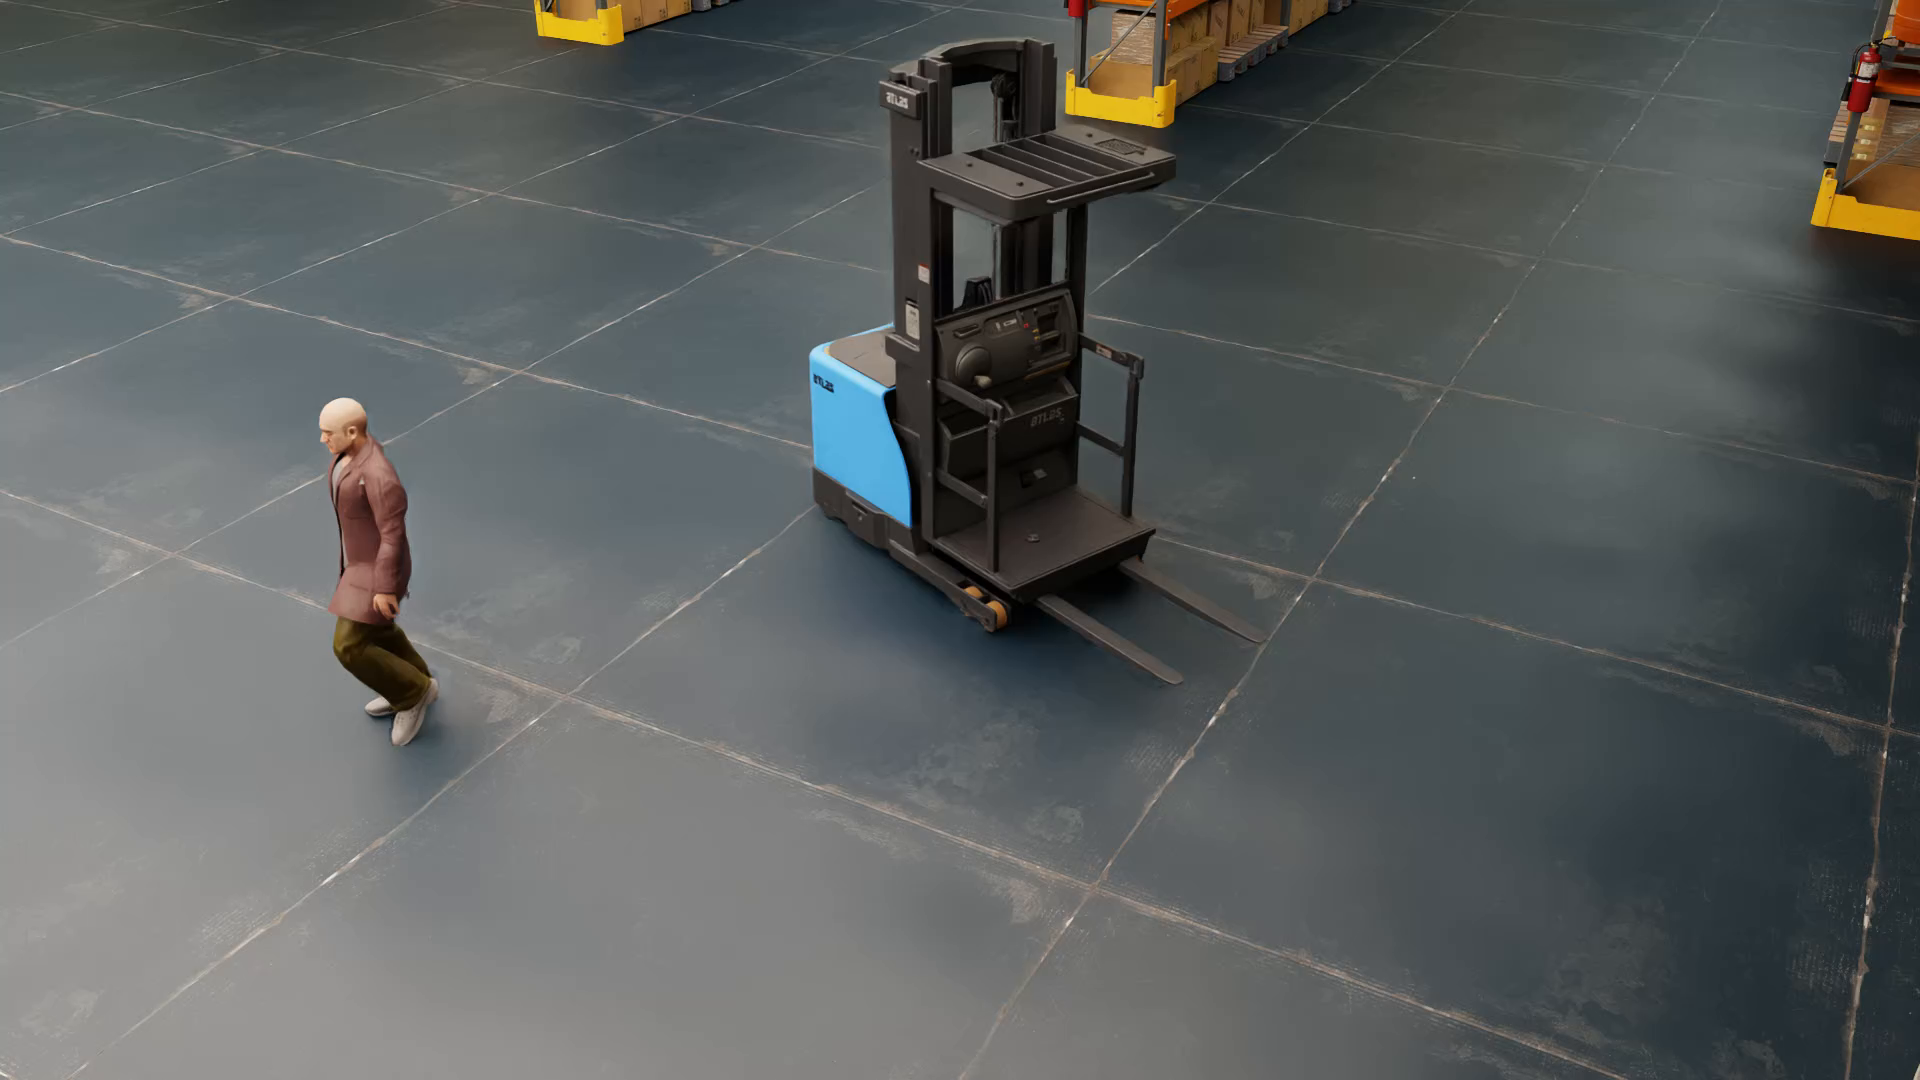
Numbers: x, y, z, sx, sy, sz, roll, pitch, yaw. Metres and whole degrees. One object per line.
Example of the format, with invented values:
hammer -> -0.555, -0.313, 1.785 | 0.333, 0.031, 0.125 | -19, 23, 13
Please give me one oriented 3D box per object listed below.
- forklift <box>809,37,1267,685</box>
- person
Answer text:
forklift -> 0.398, -1.049, 8.888 | 1.130, 2.935, 3.031 | -22, 36, -33
person -> -2.859, 0.143, 8.005 | 0.497, 1.767, 0.735 | -18, 34, -28
